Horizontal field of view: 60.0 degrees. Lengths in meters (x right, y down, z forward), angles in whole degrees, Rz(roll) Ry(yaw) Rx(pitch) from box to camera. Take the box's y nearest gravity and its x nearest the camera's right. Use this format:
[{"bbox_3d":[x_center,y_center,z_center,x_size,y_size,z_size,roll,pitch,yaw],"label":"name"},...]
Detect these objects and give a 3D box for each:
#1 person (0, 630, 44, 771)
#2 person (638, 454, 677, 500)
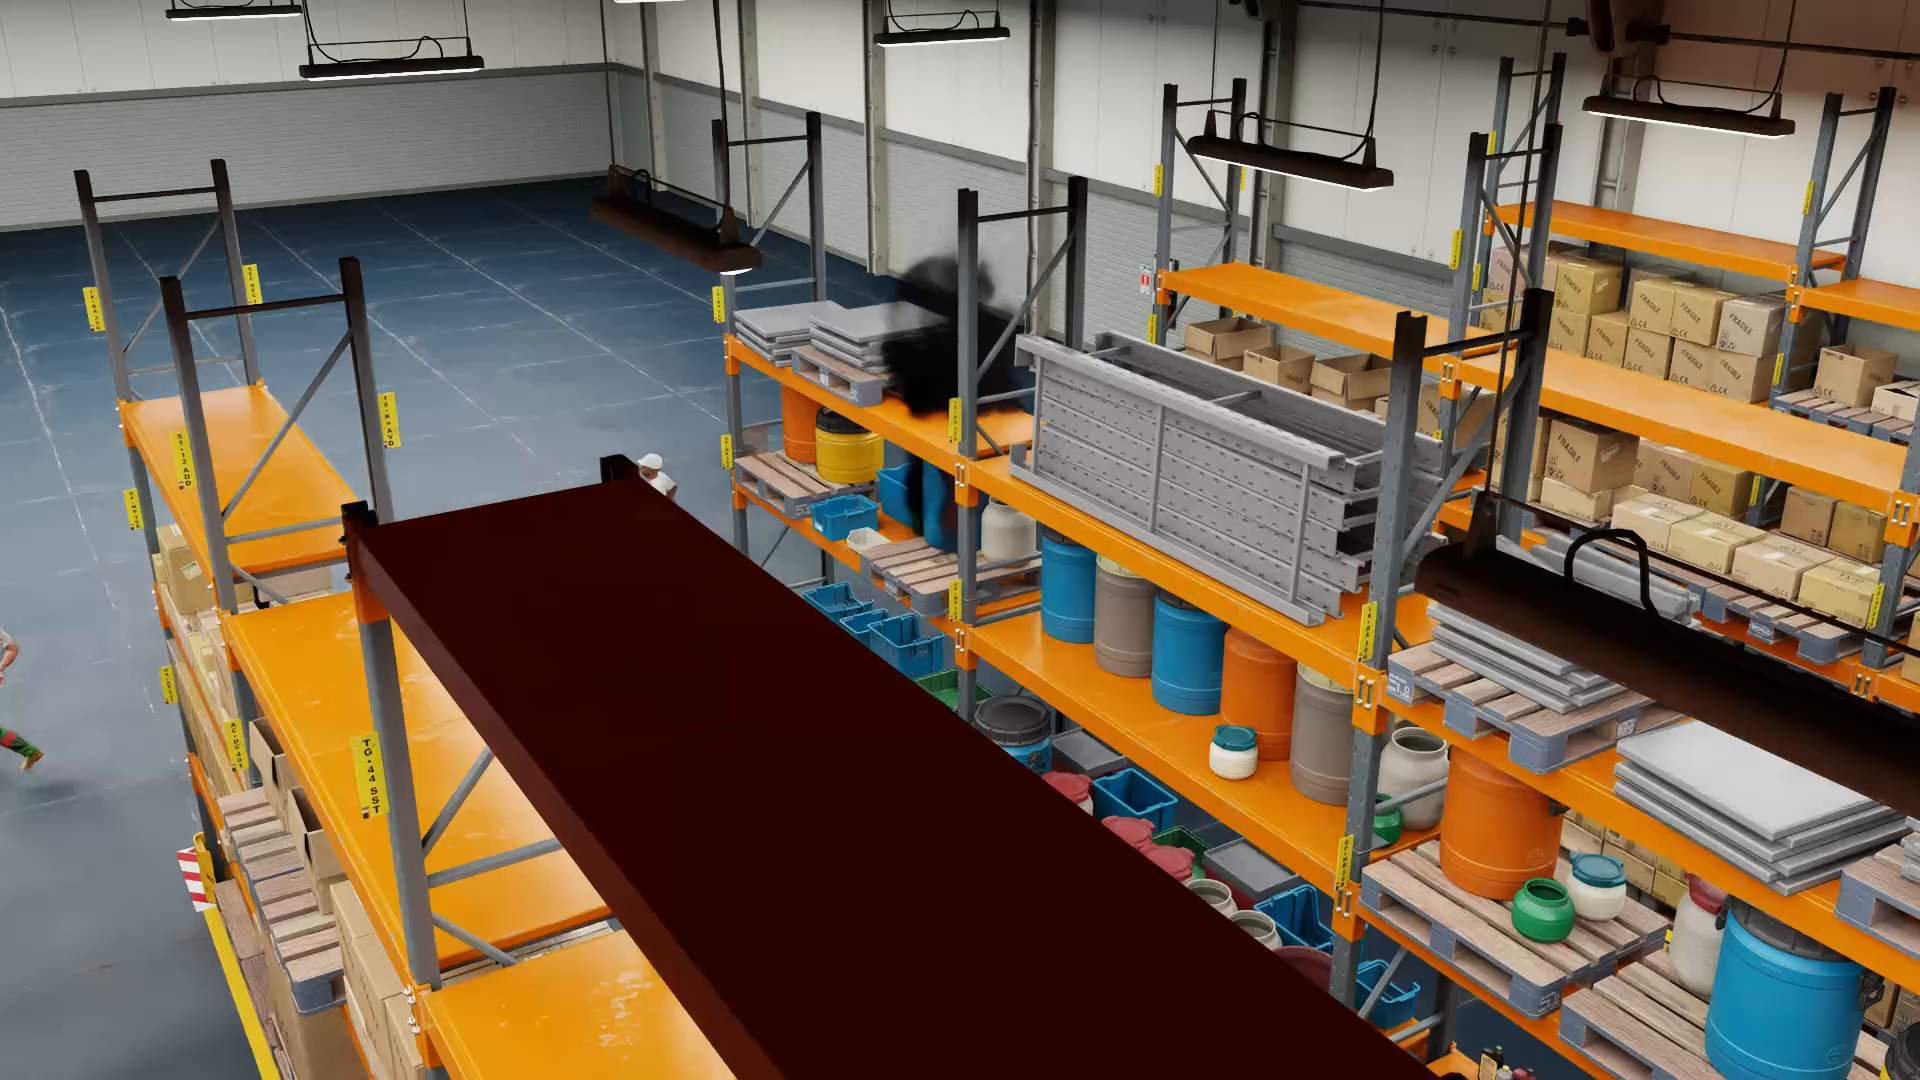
[{"bbox_3d":[-9.078,1.423,15.447,0.922,1.795,0.638,4,22,10],"label":"person"},{"bbox_3d":[-3.598,-0.167,19.446,0.715,1.782,0.670,-5,22,-12],"label":"person"}]
